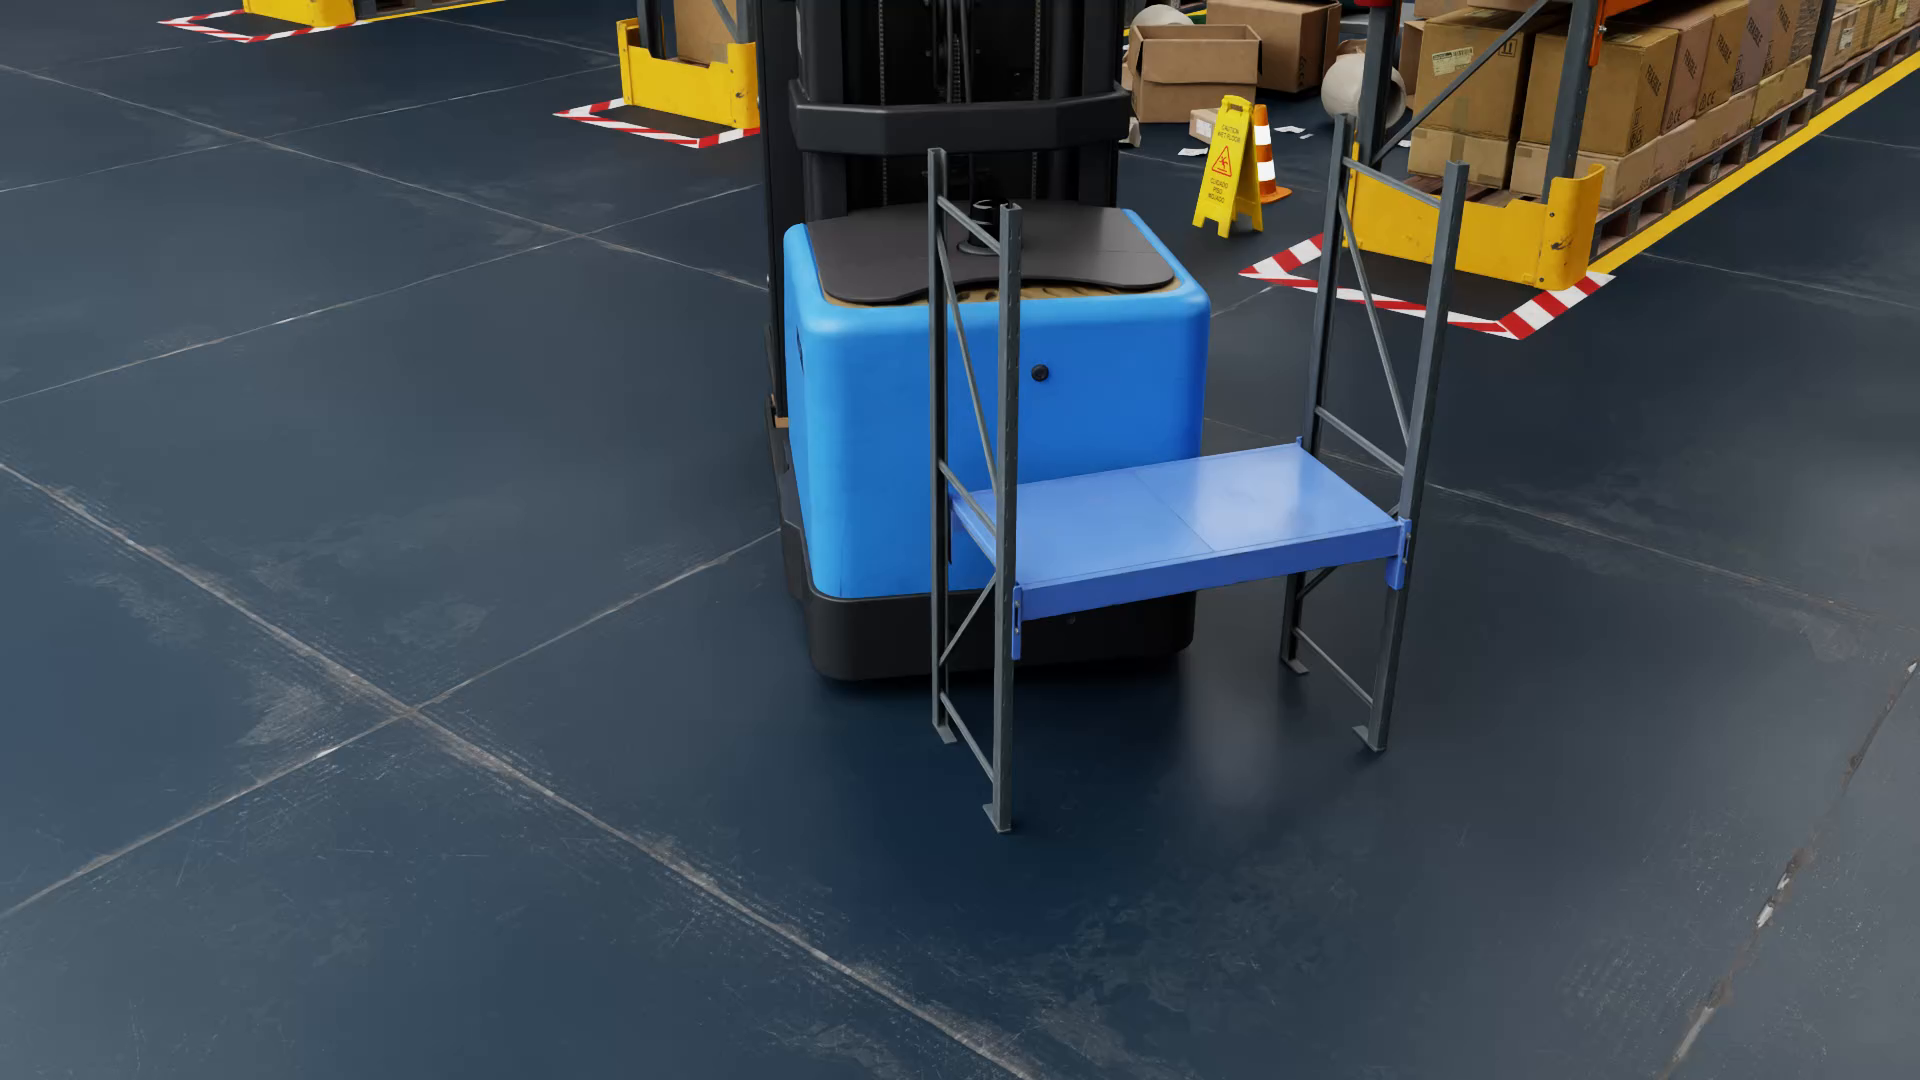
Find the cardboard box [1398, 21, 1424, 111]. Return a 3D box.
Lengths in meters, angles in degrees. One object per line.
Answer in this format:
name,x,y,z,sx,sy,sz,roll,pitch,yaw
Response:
cardboard box,3.085,-2.958,10.421,0.500,0.500,0.500,-5,28,-9

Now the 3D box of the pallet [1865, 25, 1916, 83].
pallet,6.086,-3.522,11.828,1.003,0.211,1.213,21,34,34

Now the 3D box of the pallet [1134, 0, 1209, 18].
pallet,1.365,-4.517,13.752,1.003,0.211,1.213,21,34,34

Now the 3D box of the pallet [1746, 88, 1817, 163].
pallet,4.417,-2.562,9.973,1.003,0.211,1.213,21,34,34

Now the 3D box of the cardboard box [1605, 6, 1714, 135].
cardboard box,3.343,-2.330,8.208,0.500,0.500,0.500,19,33,33

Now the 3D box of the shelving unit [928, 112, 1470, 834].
shelving unit,0.505,-0.161,3.928,1.048,1.500,0.538,-9,29,-17

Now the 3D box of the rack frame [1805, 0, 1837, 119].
rack frame,4.816,-4.049,9.813,1.000,3.000,0.127,21,34,34

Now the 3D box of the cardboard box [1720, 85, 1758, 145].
cardboard box,3.990,-2.356,9.075,0.500,0.250,0.500,21,34,35

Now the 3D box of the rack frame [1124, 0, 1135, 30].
rack frame,0.933,-5.460,12.540,1.000,3.000,0.127,21,34,34

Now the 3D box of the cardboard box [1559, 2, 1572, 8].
cardboard box,2.925,-2.816,8.442,0.380,0.149,0.250,21,34,35

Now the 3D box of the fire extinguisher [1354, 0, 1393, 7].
fire extinguisher,1.844,-2.691,7.271,0.296,0.674,0.183,21,34,34

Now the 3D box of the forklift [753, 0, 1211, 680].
forklift,-0.098,-1.585,5.124,1.130,2.935,3.031,-4,28,-8

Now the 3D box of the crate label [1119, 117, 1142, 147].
crate label,0.930,-2.390,9.721,0.250,0.136,0.298,4,28,8

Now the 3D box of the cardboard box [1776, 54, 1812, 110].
cardboard box,4.648,-2.726,9.791,0.500,0.250,0.500,23,35,37

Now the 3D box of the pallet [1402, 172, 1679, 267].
pallet,2.865,-1.697,8.301,1.003,0.211,1.213,21,34,34

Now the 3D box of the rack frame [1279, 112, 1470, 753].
rack frame,0.985,-0.238,4.076,0.032,1.500,0.500,-9,29,-17

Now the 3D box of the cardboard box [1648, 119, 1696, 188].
cardboard box,3.329,-1.980,8.349,0.500,0.250,0.500,22,35,36

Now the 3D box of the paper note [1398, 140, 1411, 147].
paper note,2.612,-2.321,9.704,0.142,0.019,0.148,9,29,17

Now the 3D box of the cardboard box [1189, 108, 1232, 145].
cardboard box,1.547,-2.420,9.765,0.250,0.149,0.380,-10,29,-18

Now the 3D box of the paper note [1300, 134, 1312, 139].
paper note,2.057,-2.397,9.873,0.032,0.001,0.123,21,34,34

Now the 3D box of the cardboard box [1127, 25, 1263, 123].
cardboard box,1.436,-2.885,10.279,0.797,0.503,0.637,0,27,0

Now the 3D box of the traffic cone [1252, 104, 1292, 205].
traffic cone,1.550,-2.034,8.678,0.336,0.463,0.334,21,34,34

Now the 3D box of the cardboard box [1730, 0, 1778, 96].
cardboard box,4.001,-2.697,8.919,0.500,0.500,0.500,23,35,37

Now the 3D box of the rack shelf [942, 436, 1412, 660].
rack shelf,0.504,-0.001,4.010,1.000,0.185,0.538,-9,29,-17

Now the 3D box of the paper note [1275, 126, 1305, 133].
paper note,1.993,-2.481,10.026,0.142,0.019,0.148,-15,31,-27

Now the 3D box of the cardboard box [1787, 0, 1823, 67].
cardboard box,4.647,-3.059,9.619,0.500,0.500,0.500,20,34,34

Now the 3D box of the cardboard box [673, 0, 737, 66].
cardboard box,-1.231,-3.544,10.692,0.875,0.875,0.875,21,34,35

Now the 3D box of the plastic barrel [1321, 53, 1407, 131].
plastic barrel,2.418,-2.662,9.934,0.421,0.421,0.512,-5,28,-9

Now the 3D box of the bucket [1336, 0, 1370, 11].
bucket,2.625,-3.959,11.547,0.620,0.611,0.726,-5,26,-32

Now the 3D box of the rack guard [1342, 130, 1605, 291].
rack guard,2.320,-1.548,7.698,1.175,0.500,0.348,21,34,34

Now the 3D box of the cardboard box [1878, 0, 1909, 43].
cardboard box,6.044,-3.758,11.653,0.950,0.372,0.625,22,35,36

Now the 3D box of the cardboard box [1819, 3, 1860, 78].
cardboard box,5.148,-3.255,10.681,0.950,0.372,0.625,21,34,35

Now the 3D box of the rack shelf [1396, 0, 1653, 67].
rack shelf,3.544,-3.021,8.607,1.077,0.370,4.000,21,34,34

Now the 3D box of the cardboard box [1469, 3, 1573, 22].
cardboard box,2.910,-2.476,8.490,0.500,0.500,0.500,22,35,36
